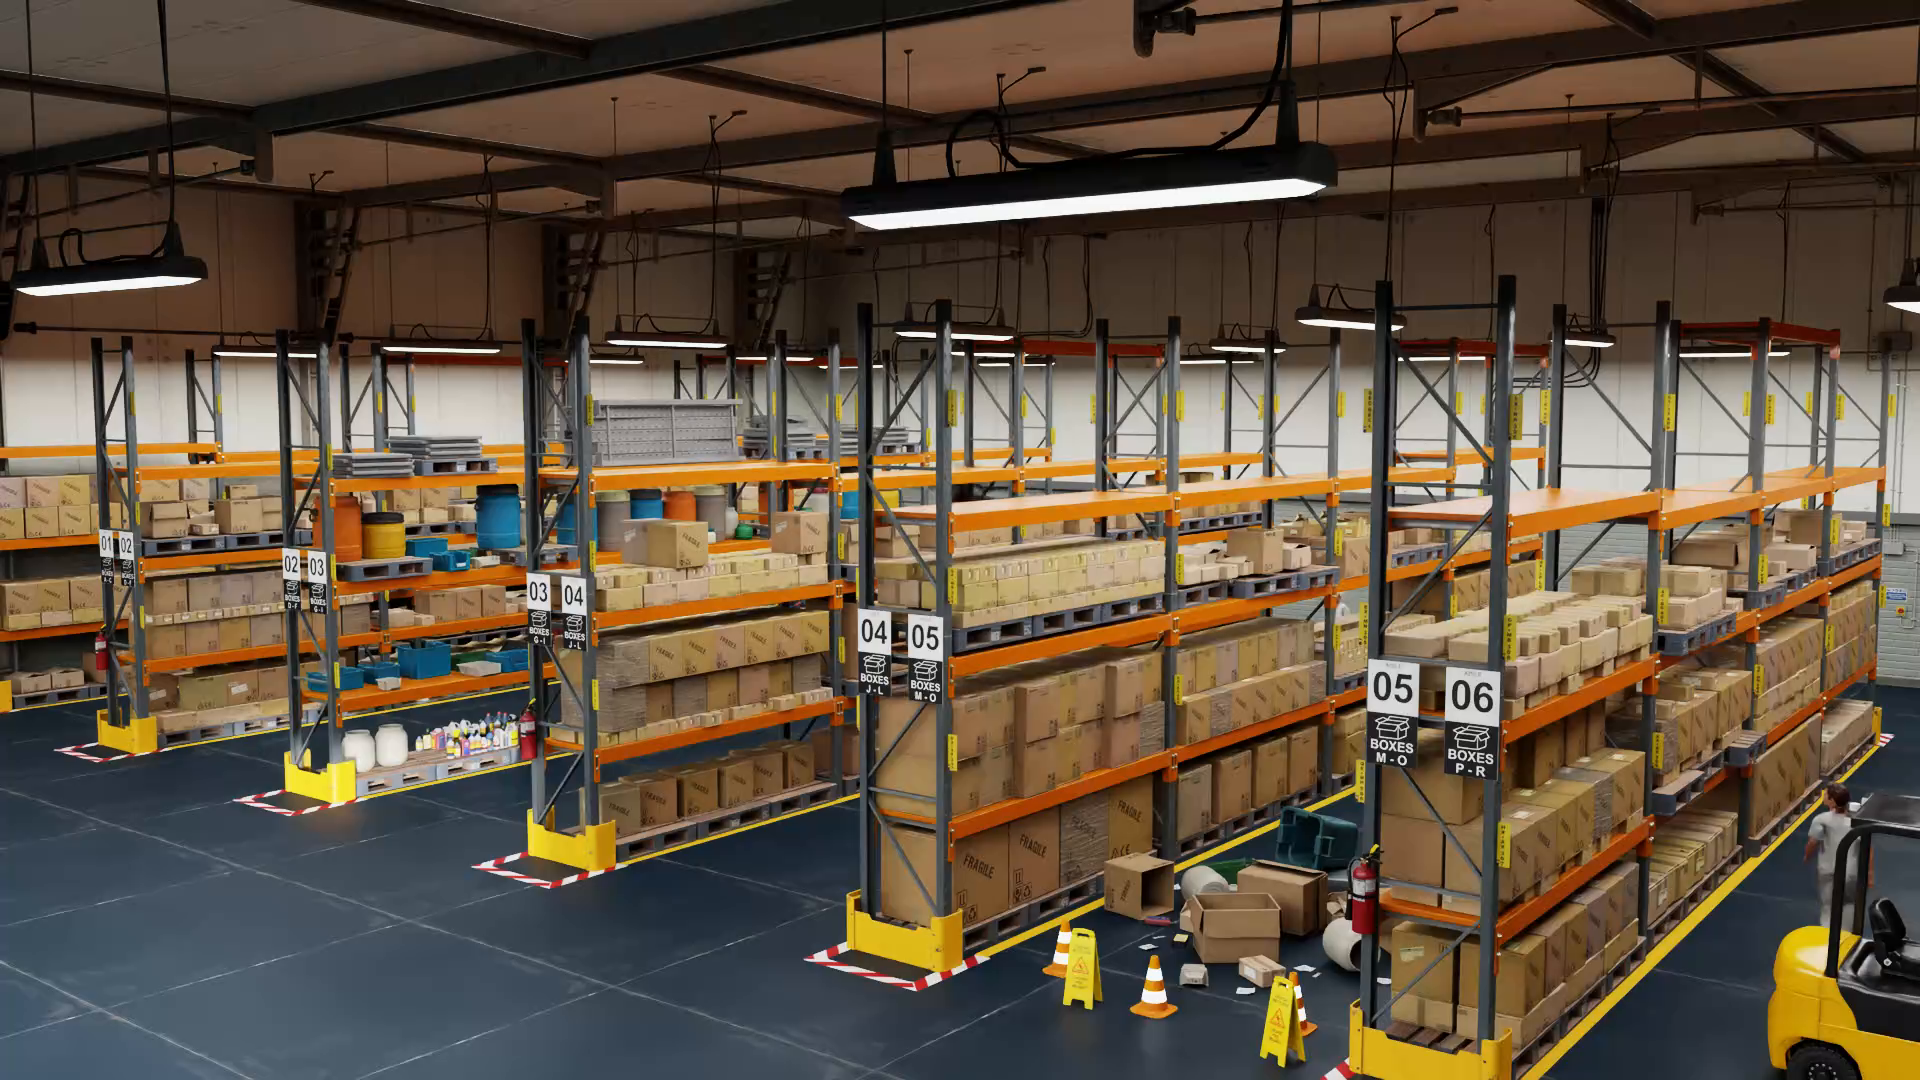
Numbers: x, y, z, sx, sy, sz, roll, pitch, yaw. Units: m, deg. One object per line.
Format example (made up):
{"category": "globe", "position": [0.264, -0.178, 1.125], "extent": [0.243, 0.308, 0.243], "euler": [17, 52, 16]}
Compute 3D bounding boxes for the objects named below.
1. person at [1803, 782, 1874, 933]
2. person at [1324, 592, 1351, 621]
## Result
{"category": "person", "position": [7.954, 3.062, 15.106], "extent": [0.602, 1.688, 0.642], "euler": [4, 6, 36]}
{"category": "person", "position": [6.685, 1.750, 29.661], "extent": [0.621, 1.810, 0.877], "euler": [4, 6, 39]}
